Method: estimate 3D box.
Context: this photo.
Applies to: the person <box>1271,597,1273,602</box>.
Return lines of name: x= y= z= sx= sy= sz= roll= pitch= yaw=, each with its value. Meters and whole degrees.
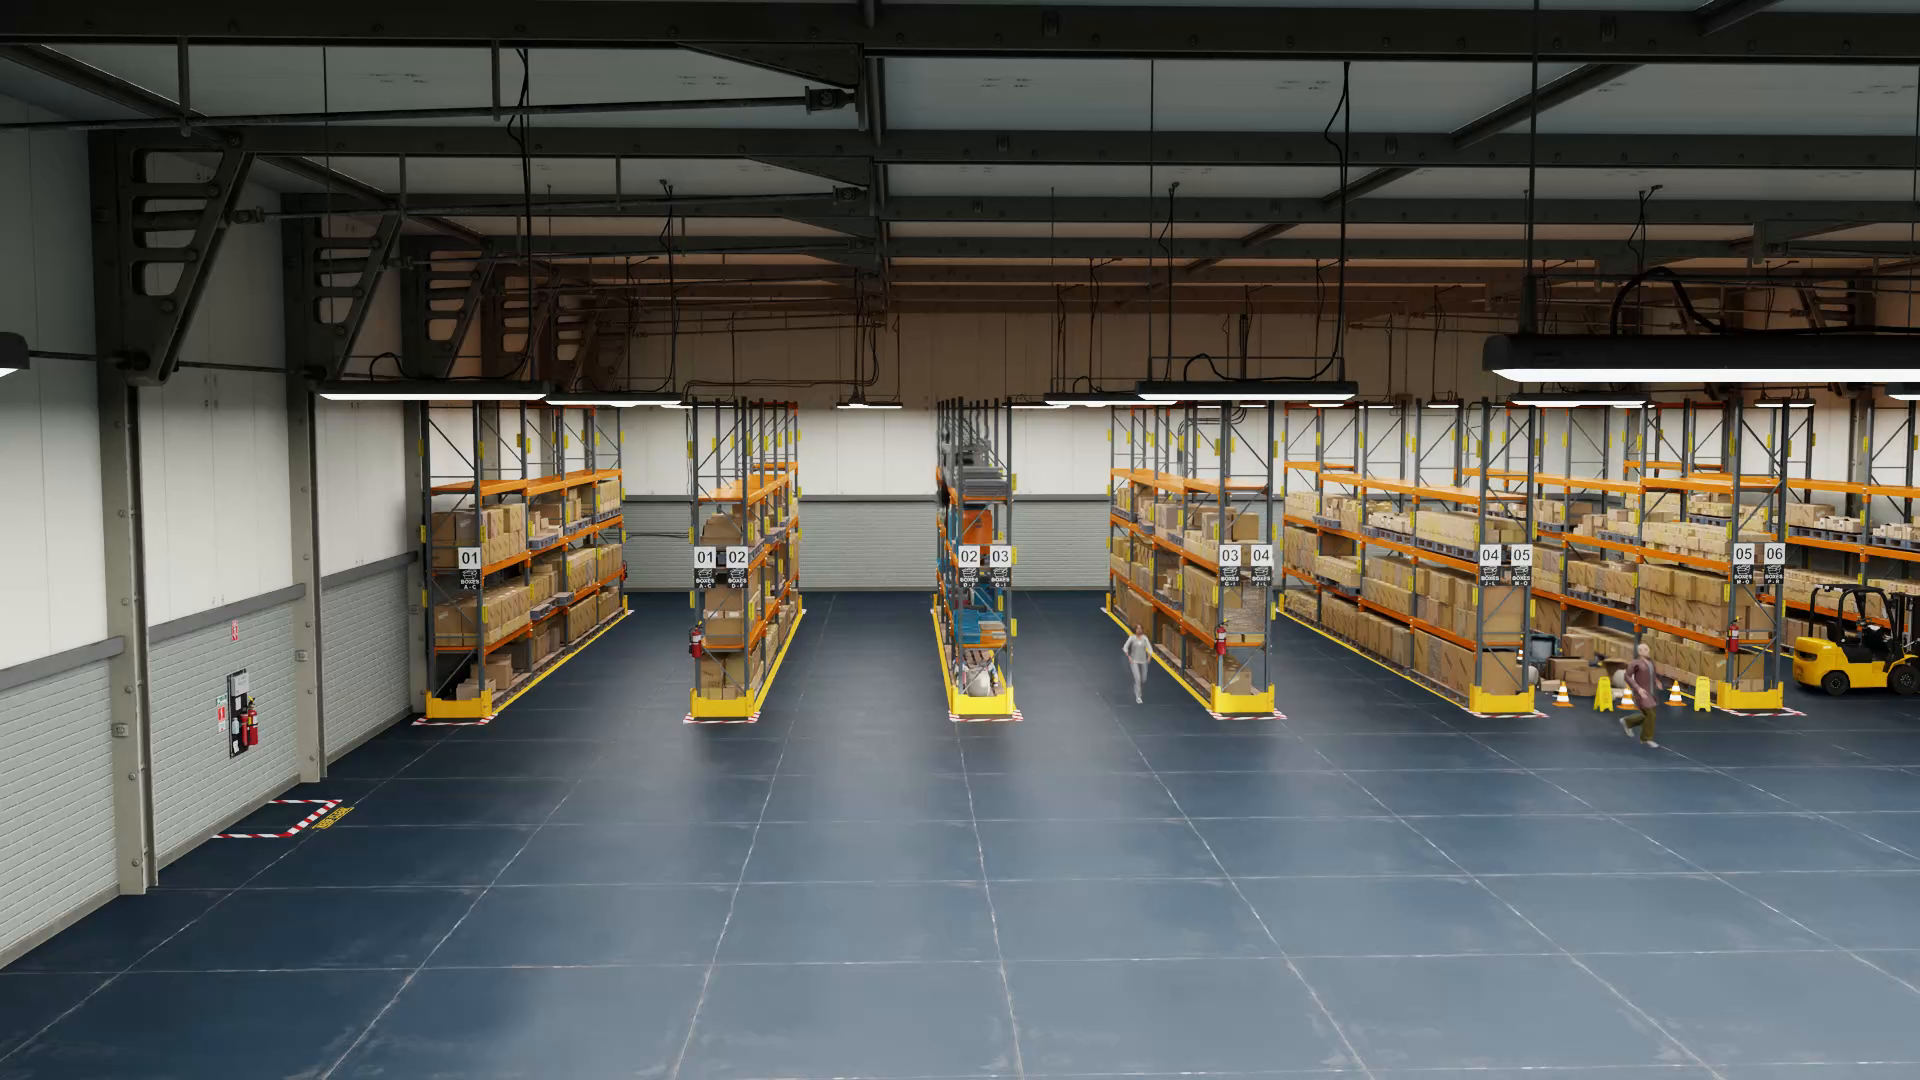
person: x=8.857 y=1.176 z=48.436 sx=0.759 sy=1.664 sz=0.625 roll=-2 pitch=5 yaw=-28

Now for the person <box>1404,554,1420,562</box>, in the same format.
person: x=13.305 y=1.016 z=49.313 sx=0.943 sy=1.801 sz=0.717 roll=0 pitch=4 yaw=5

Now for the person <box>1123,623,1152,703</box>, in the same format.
person: x=3.499 y=2.408 z=32.806 sx=0.575 sy=1.557 sz=0.678 roll=-1 pitch=4 yaw=-8

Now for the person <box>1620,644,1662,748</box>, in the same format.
person: x=11.711 y=2.652 z=28.580 sx=0.707 sy=1.761 sz=0.731 roll=-3 pitch=5 yaw=-36
